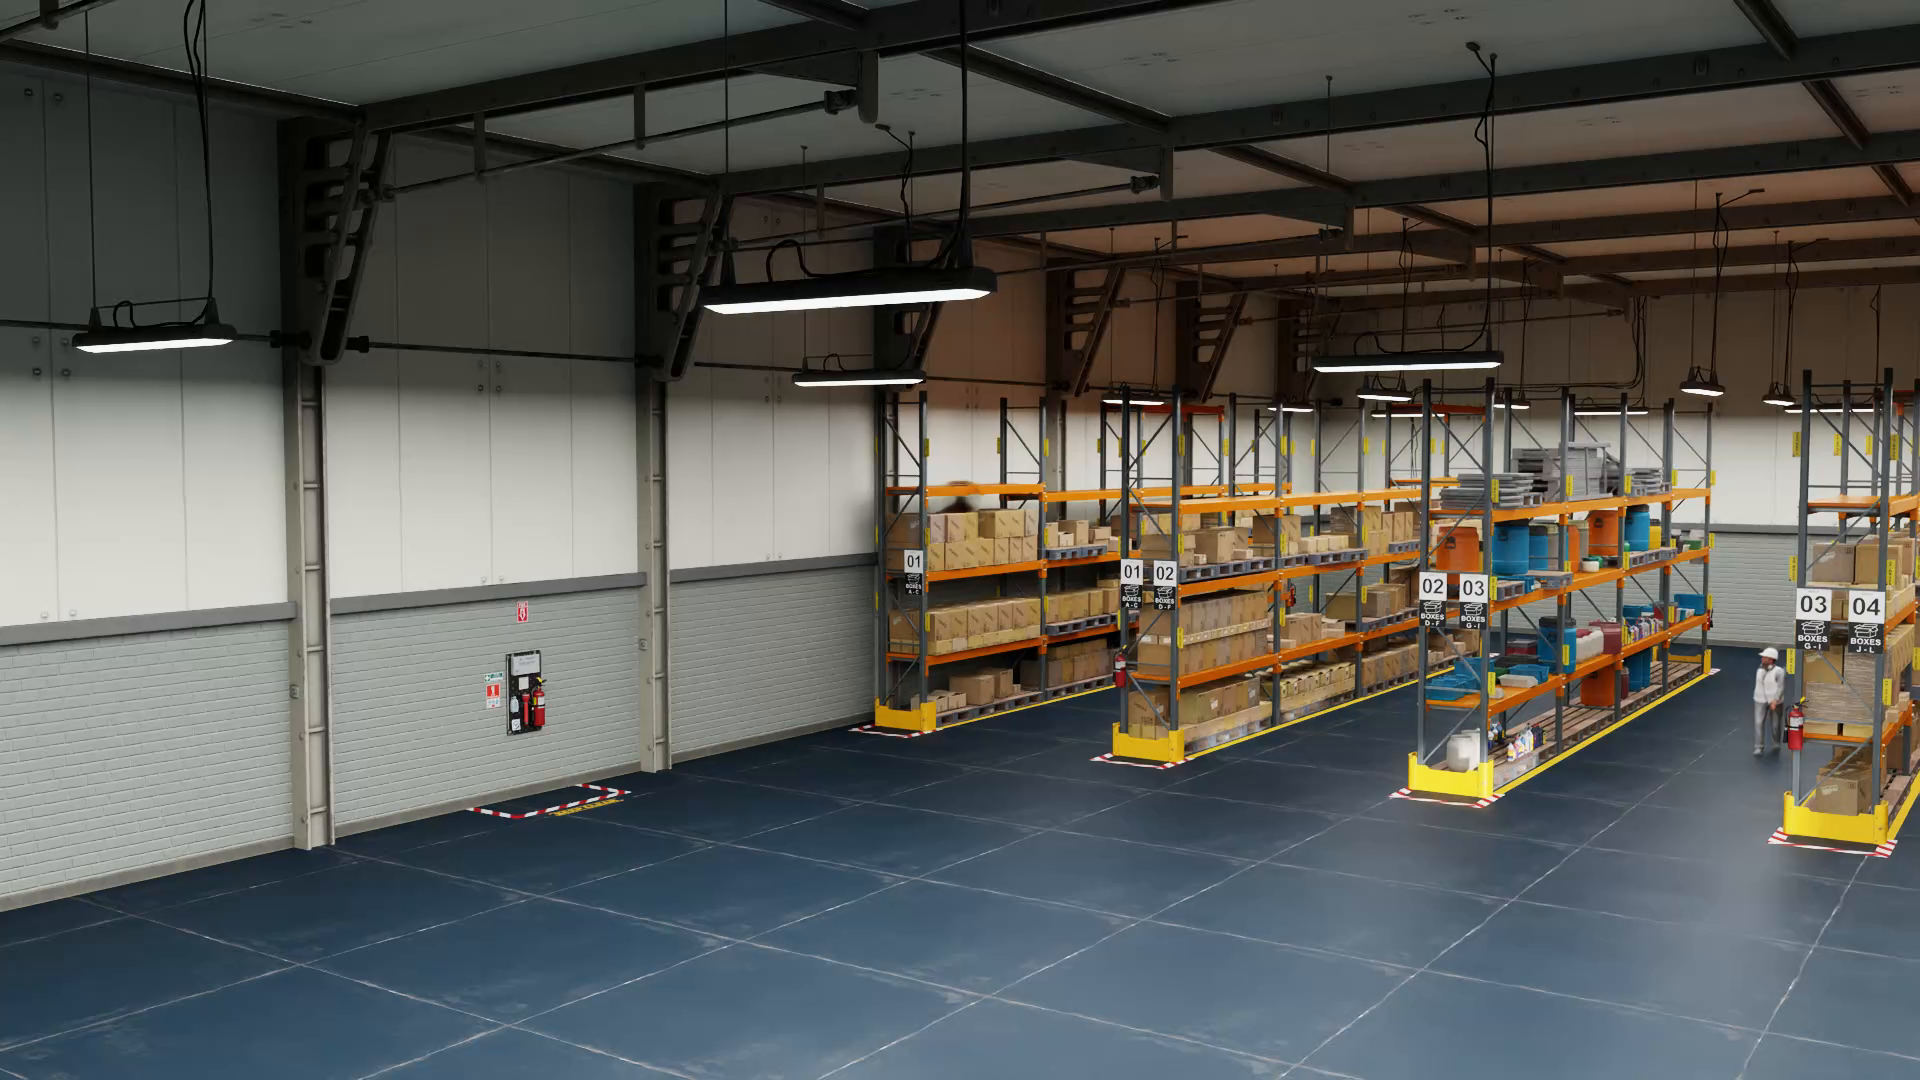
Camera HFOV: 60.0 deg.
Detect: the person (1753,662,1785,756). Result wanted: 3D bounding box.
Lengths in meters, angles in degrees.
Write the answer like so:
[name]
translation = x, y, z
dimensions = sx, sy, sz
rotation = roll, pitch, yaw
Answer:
[person]
translation = 13.203, 2.745, 27.130
dimensions = 0.479, 1.507, 1.018
rotation = 2, 4, 33
